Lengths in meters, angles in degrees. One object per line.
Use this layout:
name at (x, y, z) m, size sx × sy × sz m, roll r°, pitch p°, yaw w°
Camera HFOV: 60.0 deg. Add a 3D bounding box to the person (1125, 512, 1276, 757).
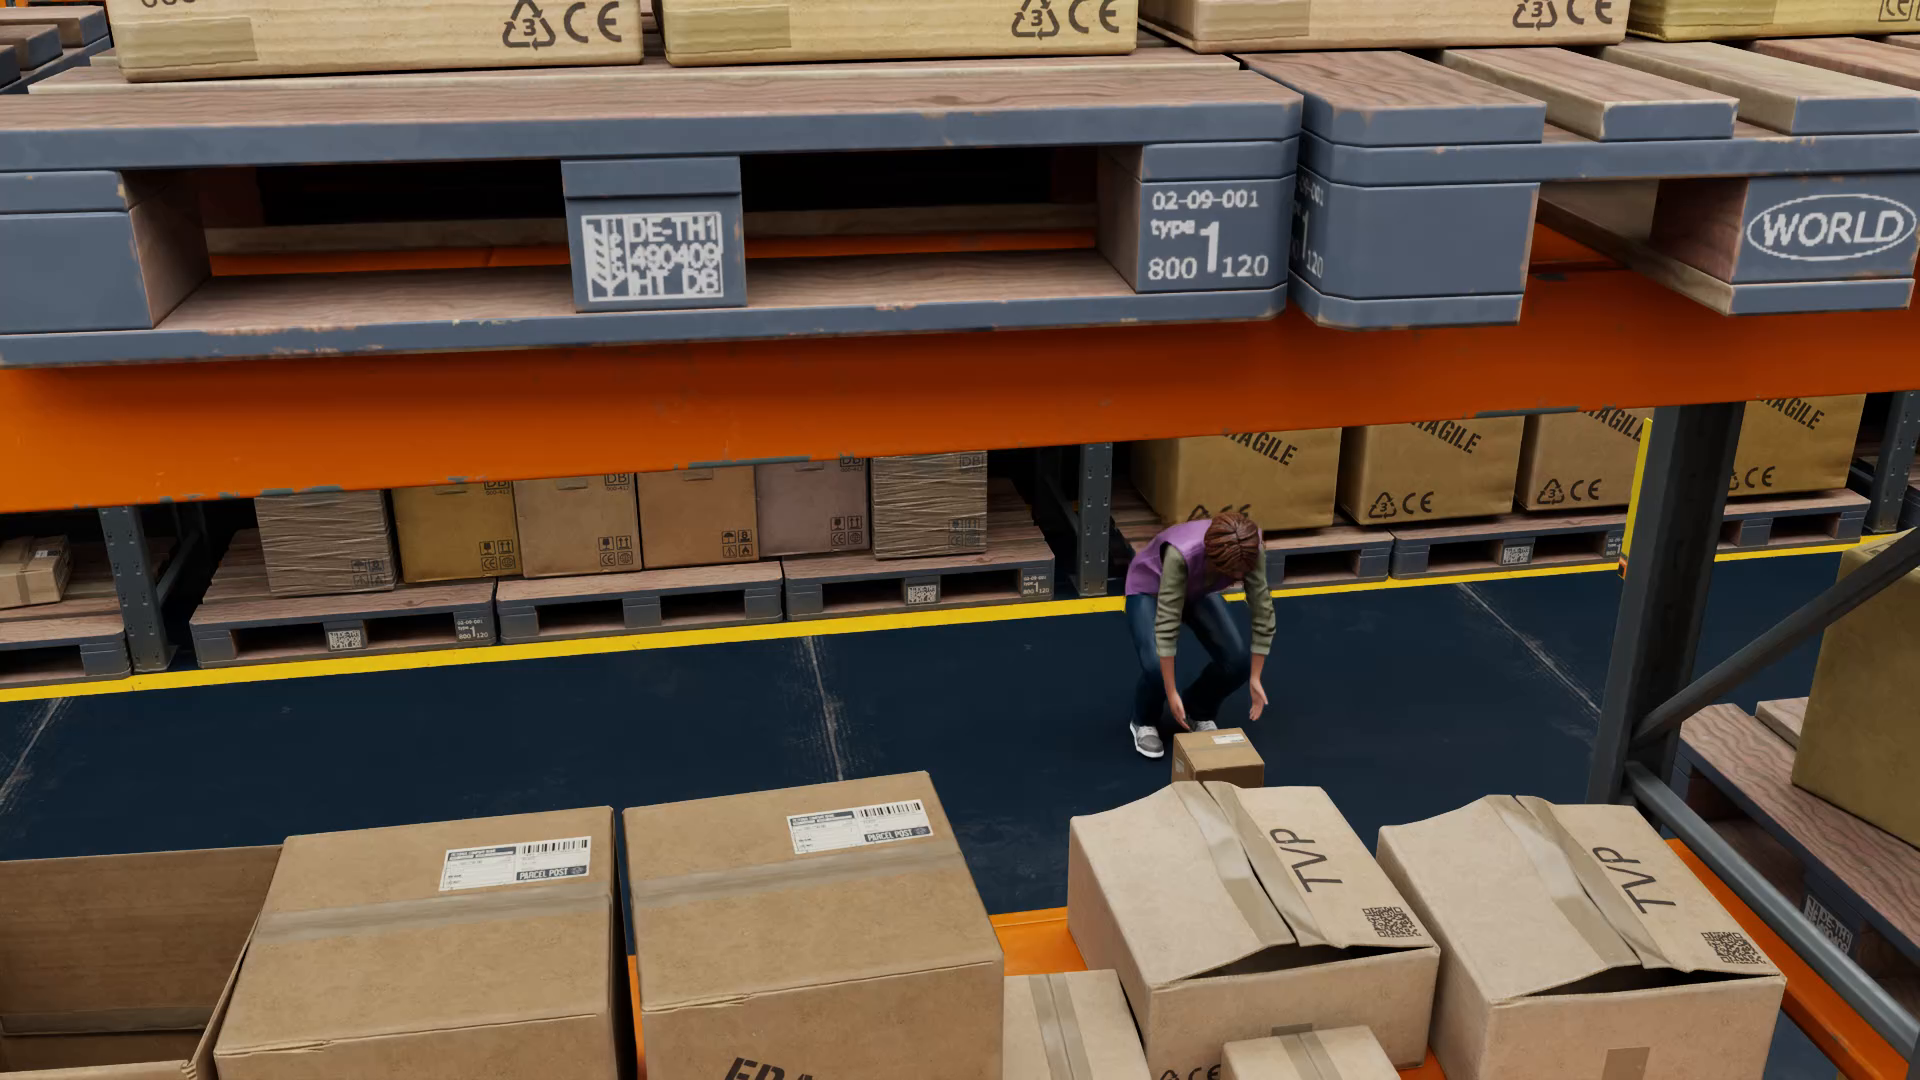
person at (0.866, 0.305, 6.069) m, size 0.461 × 1.075 × 0.754 m, roll -4°, pitch 24°, yaw -10°
